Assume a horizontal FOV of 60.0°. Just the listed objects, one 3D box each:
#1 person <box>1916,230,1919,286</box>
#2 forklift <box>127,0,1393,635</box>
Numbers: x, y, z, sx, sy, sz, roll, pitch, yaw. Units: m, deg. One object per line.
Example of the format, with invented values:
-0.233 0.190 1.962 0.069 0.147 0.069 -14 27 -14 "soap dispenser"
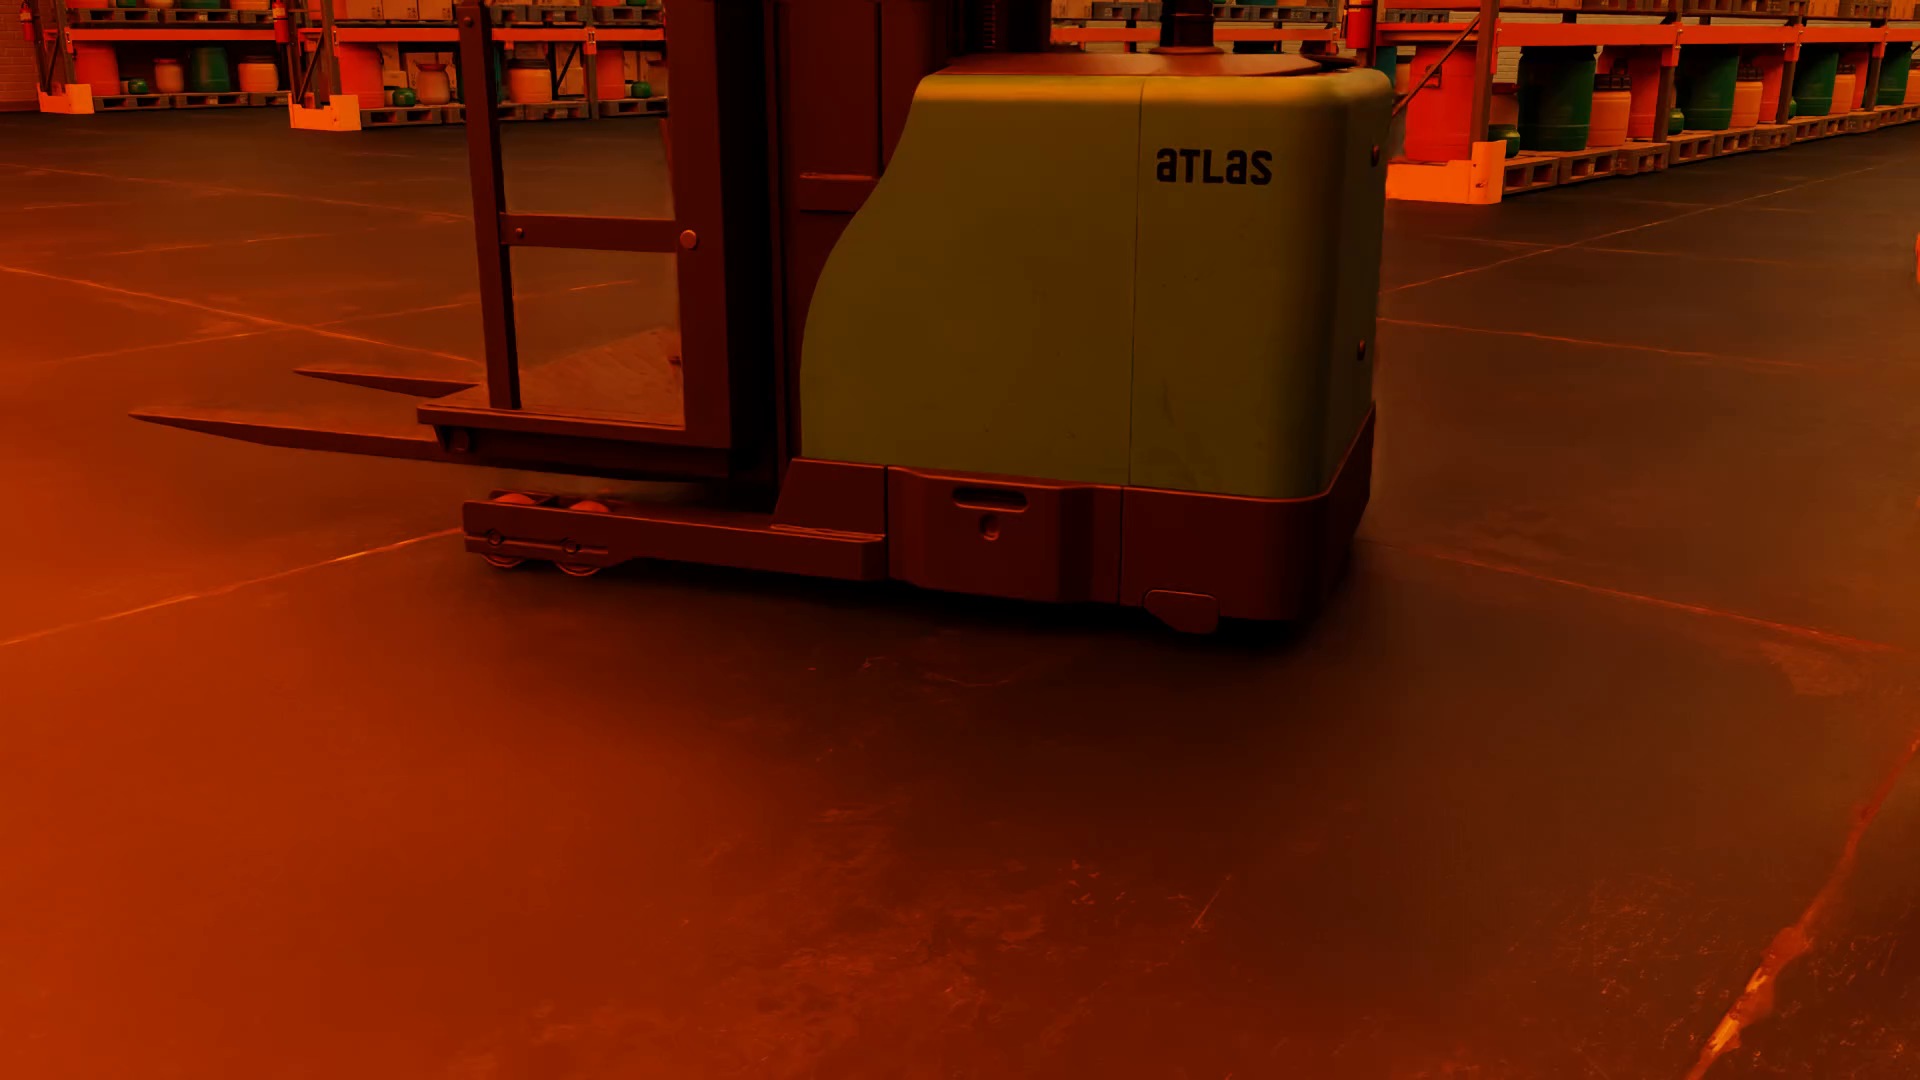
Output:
1.725 -0.326 2.256 0.494 1.714 0.888 -10 20 -31 "person"
-0.586 -1.458 3.698 3.031 2.935 1.130 6 18 18 "forklift"
